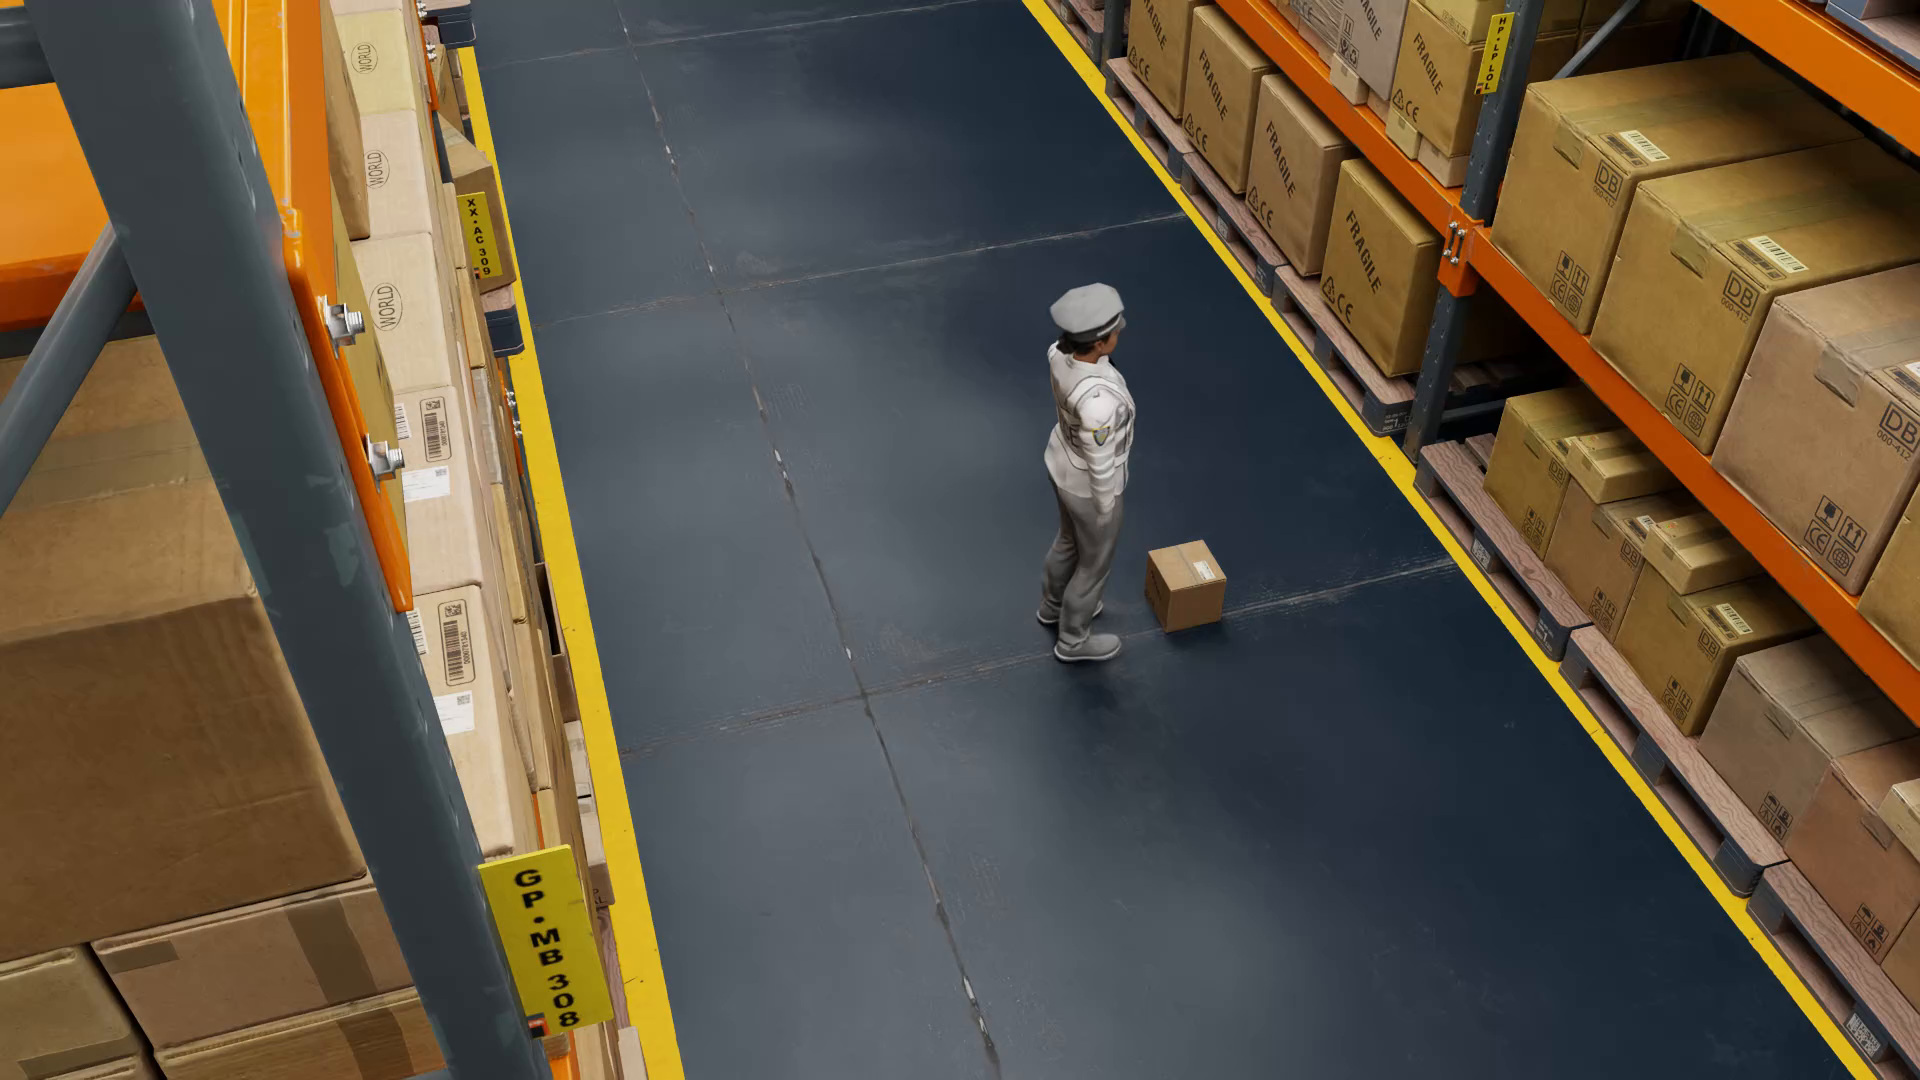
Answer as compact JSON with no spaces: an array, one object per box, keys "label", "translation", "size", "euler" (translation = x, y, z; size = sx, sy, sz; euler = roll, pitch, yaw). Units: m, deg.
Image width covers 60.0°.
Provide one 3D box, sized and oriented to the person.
[{"label":"person","translation":[0.492,-0.244,6.423],"size":[0.338,1.679,0.466],"euler":[-11,44,-12]}]
